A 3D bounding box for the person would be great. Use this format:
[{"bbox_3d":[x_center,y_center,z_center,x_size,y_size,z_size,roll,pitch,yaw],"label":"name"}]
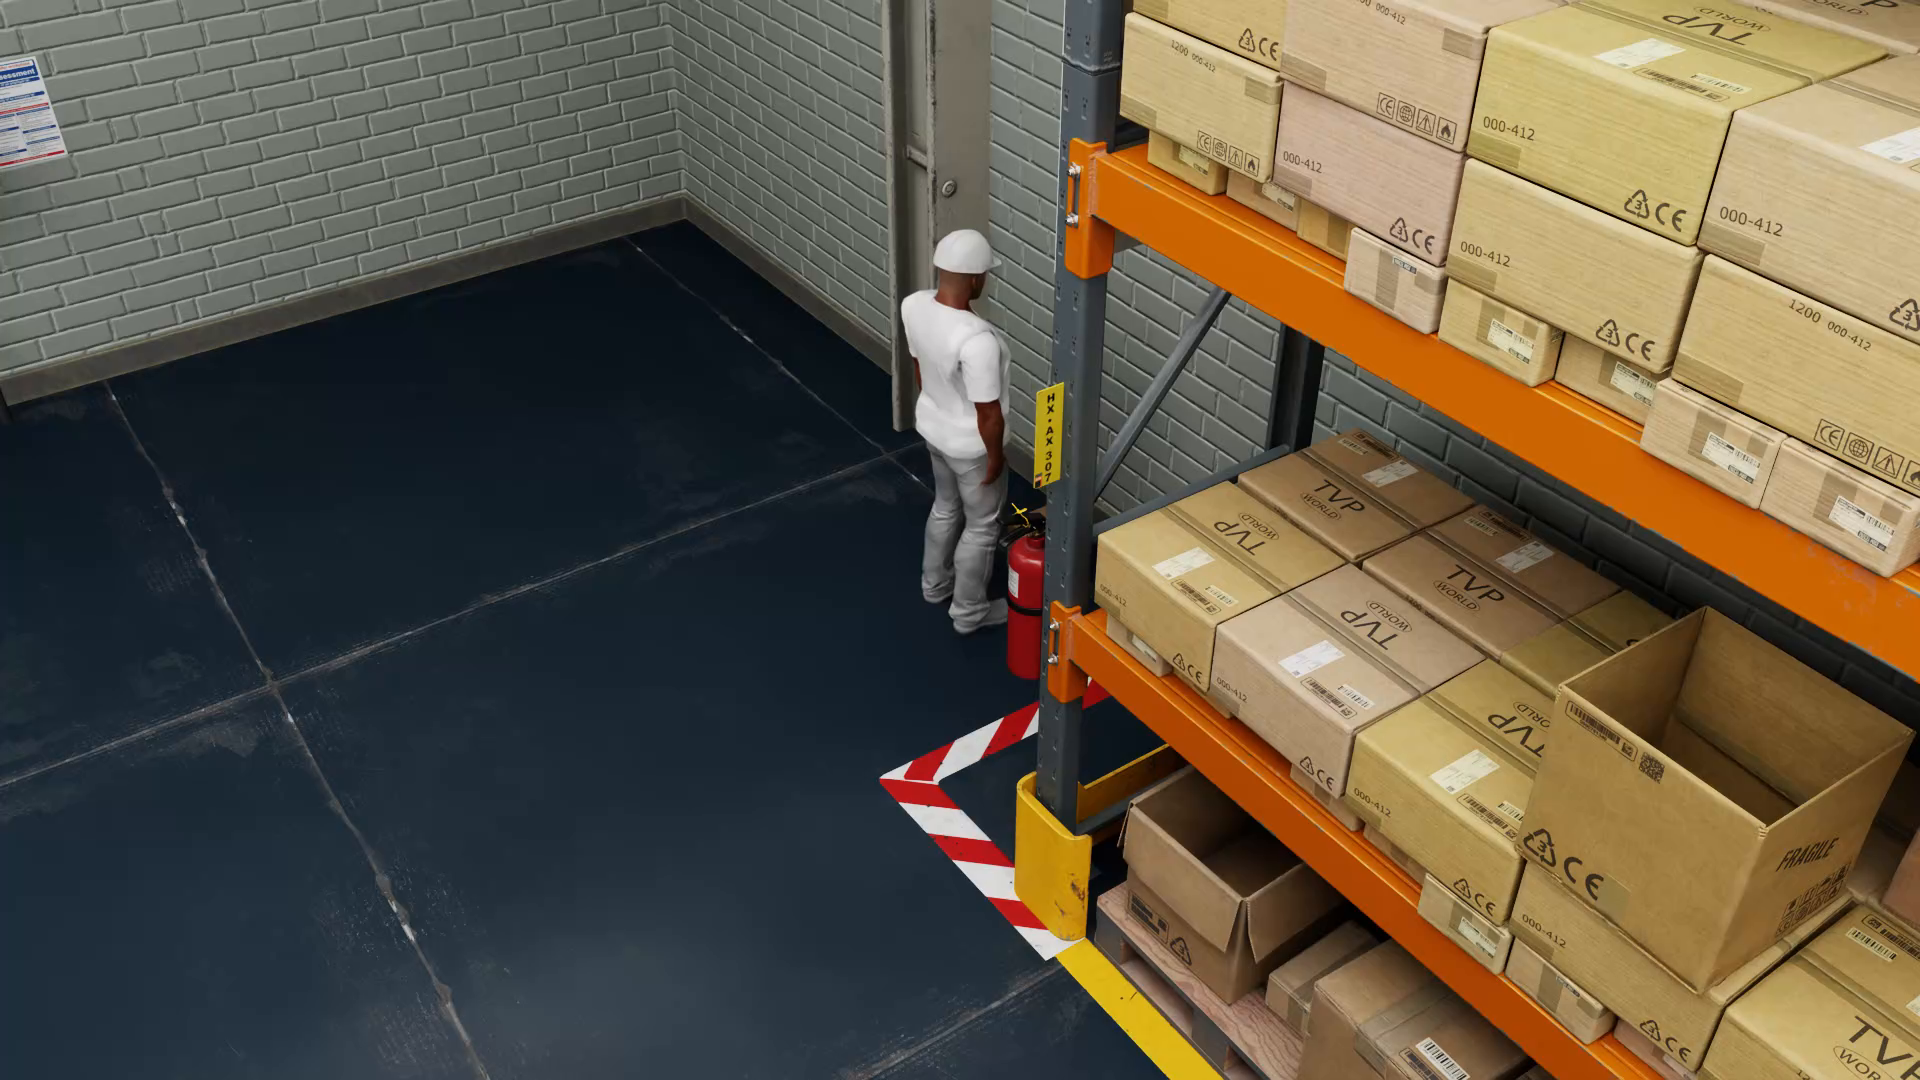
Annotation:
[{"bbox_3d":[0.005,-0.436,6.730,0.362,1.766,0.566,-22,41,-27],"label":"person"}]
